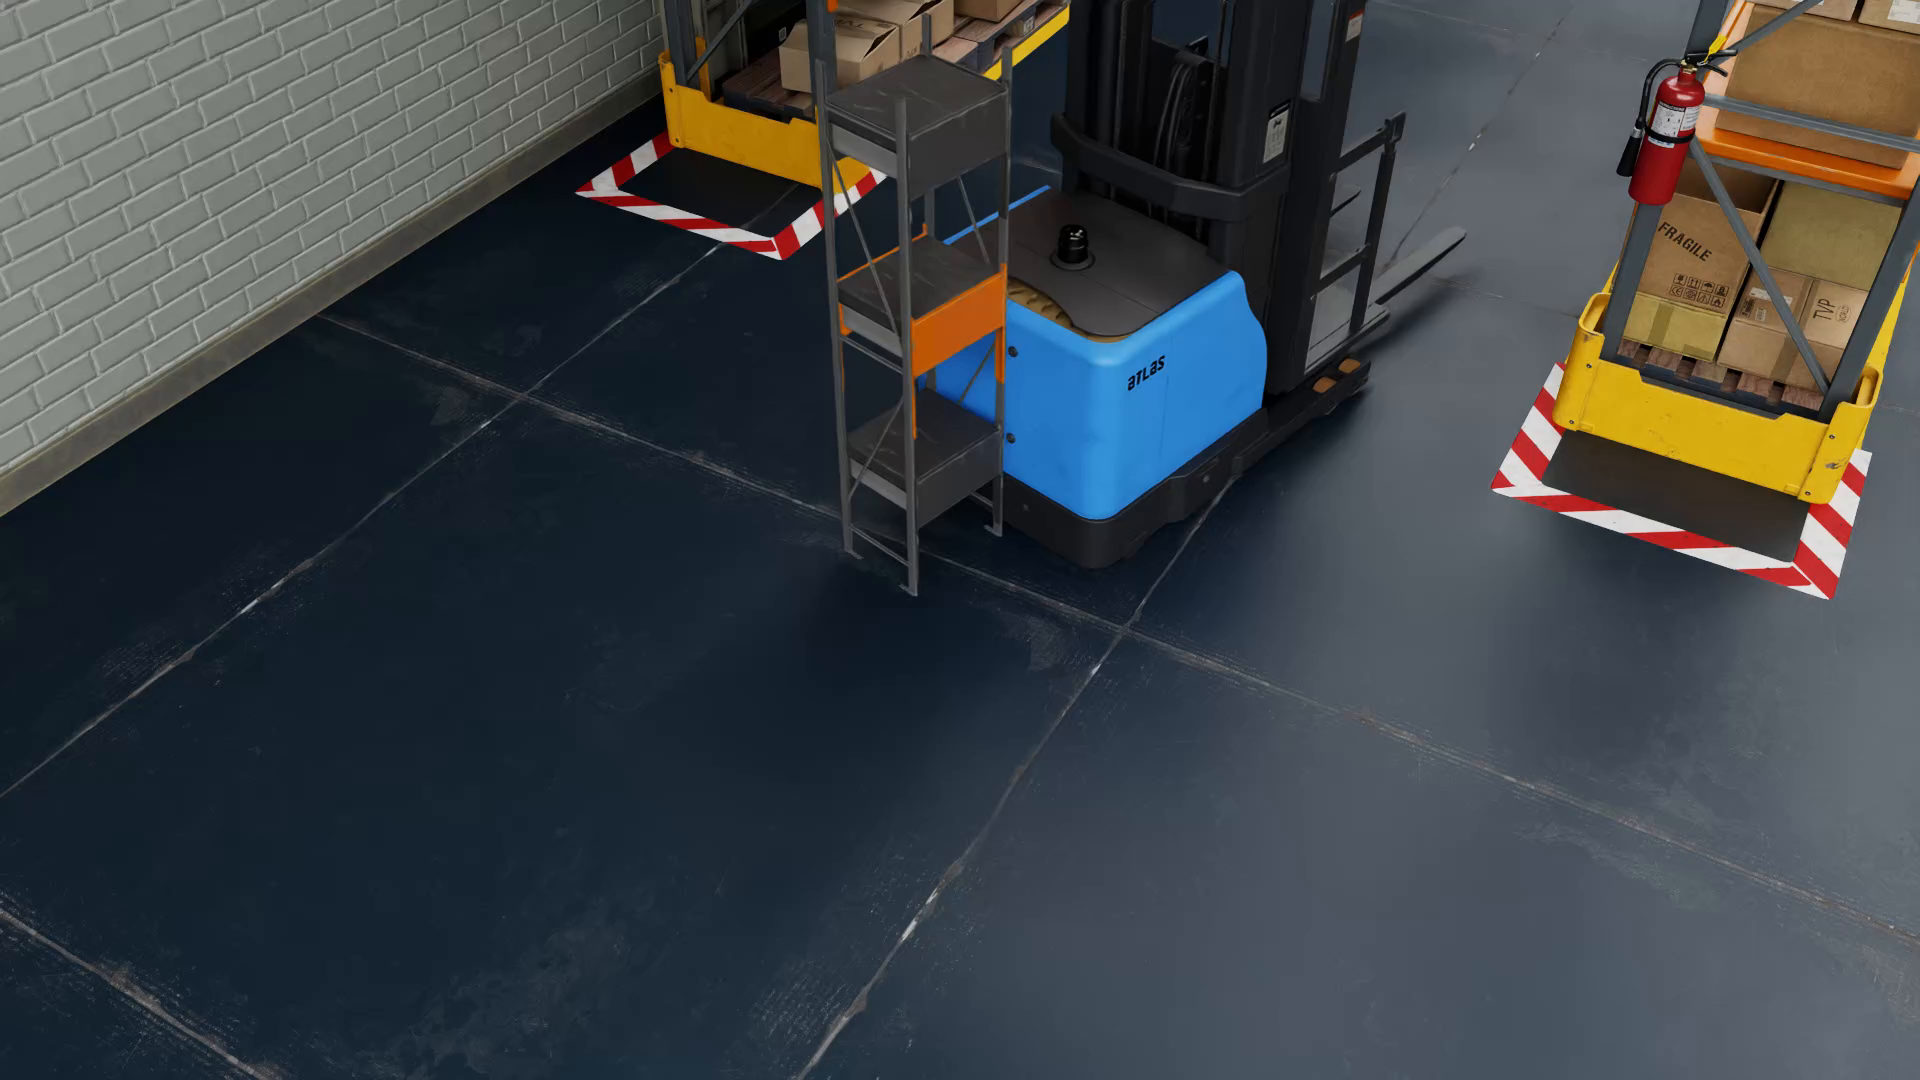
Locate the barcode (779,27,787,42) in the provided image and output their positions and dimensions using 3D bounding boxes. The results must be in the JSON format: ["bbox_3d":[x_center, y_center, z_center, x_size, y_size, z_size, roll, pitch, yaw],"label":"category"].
[{"bbox_3d":[-1.005,-2.868,9.432,0.001,0.075,0.075,21,45,22],"label":"barcode"}]

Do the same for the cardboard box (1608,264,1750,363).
[{"bbox_3d":[3.211,-1.094,7.485,0.500,0.250,0.500,21,45,22],"label":"cardboard box"}]

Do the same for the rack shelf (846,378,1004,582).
[{"bbox_3d":[-0.148,-0.239,6.512,0.431,0.518,0.480,32,51,31],"label":"rack shelf"}]

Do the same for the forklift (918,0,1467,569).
[{"bbox_3d":[1.193,-1.867,6.652,1.130,2.935,3.031,32,51,31],"label":"forklift"}]

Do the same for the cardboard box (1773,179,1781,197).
[{"bbox_3d":[3.697,-1.953,7.893,0.500,0.500,0.500,21,45,22],"label":"cardboard box"}]

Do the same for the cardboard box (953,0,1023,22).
[{"bbox_3d":[0.028,-3.522,10.038,0.700,0.500,0.500,18,45,19],"label":"cardboard box"}]

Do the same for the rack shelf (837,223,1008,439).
[{"bbox_3d":[-0.148,-0.764,6.049,0.431,0.518,0.480,32,51,31],"label":"rack shelf"}]

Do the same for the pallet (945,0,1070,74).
[{"bbox_3d":[-0.006,-3.345,10.389,1.003,0.211,1.213,21,45,22],"label":"pallet"}]

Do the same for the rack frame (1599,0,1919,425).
[{"bbox_3d":[3.198,-1.563,6.256,1.000,3.000,0.127,21,45,22],"label":"rack frame"}]

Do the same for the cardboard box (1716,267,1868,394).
[{"bbox_3d":[3.659,-0.922,7.291,0.500,0.250,0.500,21,45,22],"label":"cardboard box"}]

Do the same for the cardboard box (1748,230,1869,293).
[{"bbox_3d":[3.906,-1.210,7.617,0.500,0.250,0.500,21,45,22],"label":"cardboard box"}]

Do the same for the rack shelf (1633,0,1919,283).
[{"bbox_3d":[4.199,-2.438,7.793,1.077,0.370,4.000,21,45,22],"label":"rack shelf"}]

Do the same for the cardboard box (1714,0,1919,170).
[{"bbox_3d":[3.443,-1.864,6.521,0.700,0.500,0.500,21,45,22],"label":"cardboard box"}]

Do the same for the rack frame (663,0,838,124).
[{"bbox_3d":[-1.092,-3.200,8.114,1.000,3.000,0.127,21,45,22],"label":"rack frame"}]

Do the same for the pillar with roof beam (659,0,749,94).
[{"bbox_3d":[2.236,-4.714,5.294,9.100,9.000,0.400,21,45,22],"label":"pillar with roof beam"}]

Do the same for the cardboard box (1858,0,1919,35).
[{"bbox_3d":[3.581,-1.998,6.182,0.380,0.149,0.250,21,45,22],"label":"cardboard box"}]

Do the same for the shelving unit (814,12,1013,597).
[{"bbox_3d":[-0.148,-0.774,6.040,0.431,2.100,0.503,32,51,31],"label":"shelving unit"}]

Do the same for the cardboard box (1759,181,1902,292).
[{"bbox_3d":[3.908,-1.491,7.368,0.500,0.500,0.500,21,45,22],"label":"cardboard box"}]

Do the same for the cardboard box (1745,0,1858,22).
[{"bbox_3d":[3.225,-2.126,6.328,0.380,0.149,0.250,20,45,21],"label":"cardboard box"}]

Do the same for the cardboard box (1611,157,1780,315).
[{"bbox_3d":[3.209,-1.376,7.238,0.500,0.500,0.500,21,45,22],"label":"cardboard box"}]

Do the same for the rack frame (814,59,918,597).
[{"bbox_3d":[-0.316,-0.657,5.908,0.400,2.100,0.015,32,51,31],"label":"rack frame"}]

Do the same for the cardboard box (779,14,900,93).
[{"bbox_3d":[-0.668,-2.722,9.273,0.500,0.311,0.500,16,44,17],"label":"cardboard box"}]

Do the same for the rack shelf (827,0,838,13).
[{"bbox_3d":[-0.091,-4.074,9.651,1.077,0.370,4.000,21,45,22],"label":"rack shelf"}]

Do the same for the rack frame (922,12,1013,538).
[{"bbox_3d":[0.021,-0.891,6.173,0.400,2.100,0.015,32,51,31],"label":"rack frame"}]

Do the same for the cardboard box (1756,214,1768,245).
[{"bbox_3d":[3.451,-1.384,7.814,0.500,0.250,0.500,21,45,22],"label":"cardboard box"}]

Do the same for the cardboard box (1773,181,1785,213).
[{"bbox_3d":[4.147,-1.781,7.698,0.500,0.500,0.500,21,45,22],"label":"cardboard box"}]

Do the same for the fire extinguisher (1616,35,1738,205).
[{"bbox_3d":[2.737,-1.620,6.379,0.296,0.674,0.183,21,45,22],"label":"fire extinguisher"}]

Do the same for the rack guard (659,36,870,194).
[{"bbox_3d":[-1.054,-2.305,8.989,1.175,0.500,0.348,21,45,22],"label":"rack guard"}]

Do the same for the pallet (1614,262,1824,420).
[{"bbox_3d":[3.545,-0.968,7.690,1.003,0.211,1.213,21,45,22],"label":"pallet"}]

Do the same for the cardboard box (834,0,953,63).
[{"bbox_3d":[-0.383,-3.048,9.643,0.500,0.311,0.500,25,47,25],"label":"cardboard box"}]

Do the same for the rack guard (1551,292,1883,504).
[{"bbox_3d":[3.186,-0.612,7.066,1.175,0.500,0.348,21,45,22],"label":"rack guard"}]

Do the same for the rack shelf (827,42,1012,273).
[{"bbox_3d":[-0.148,-1.289,5.587,0.431,0.518,0.480,32,51,31],"label":"rack shelf"}]

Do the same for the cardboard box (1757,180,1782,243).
[{"bbox_3d":[3.699,-1.670,8.140,0.500,0.250,0.500,21,45,22],"label":"cardboard box"}]

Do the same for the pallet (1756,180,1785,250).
[{"bbox_3d":[4.156,-1.664,8.479,1.003,0.211,1.213,21,45,22],"label":"pallet"}]

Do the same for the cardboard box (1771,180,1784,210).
[{"bbox_3d":[3.951,-1.956,8.464,0.500,0.250,0.500,21,45,22],"label":"cardboard box"}]

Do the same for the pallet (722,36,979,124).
[{"bbox_3d":[-0.617,-2.650,9.599,1.003,0.211,1.213,21,45,22],"label":"pallet"}]
